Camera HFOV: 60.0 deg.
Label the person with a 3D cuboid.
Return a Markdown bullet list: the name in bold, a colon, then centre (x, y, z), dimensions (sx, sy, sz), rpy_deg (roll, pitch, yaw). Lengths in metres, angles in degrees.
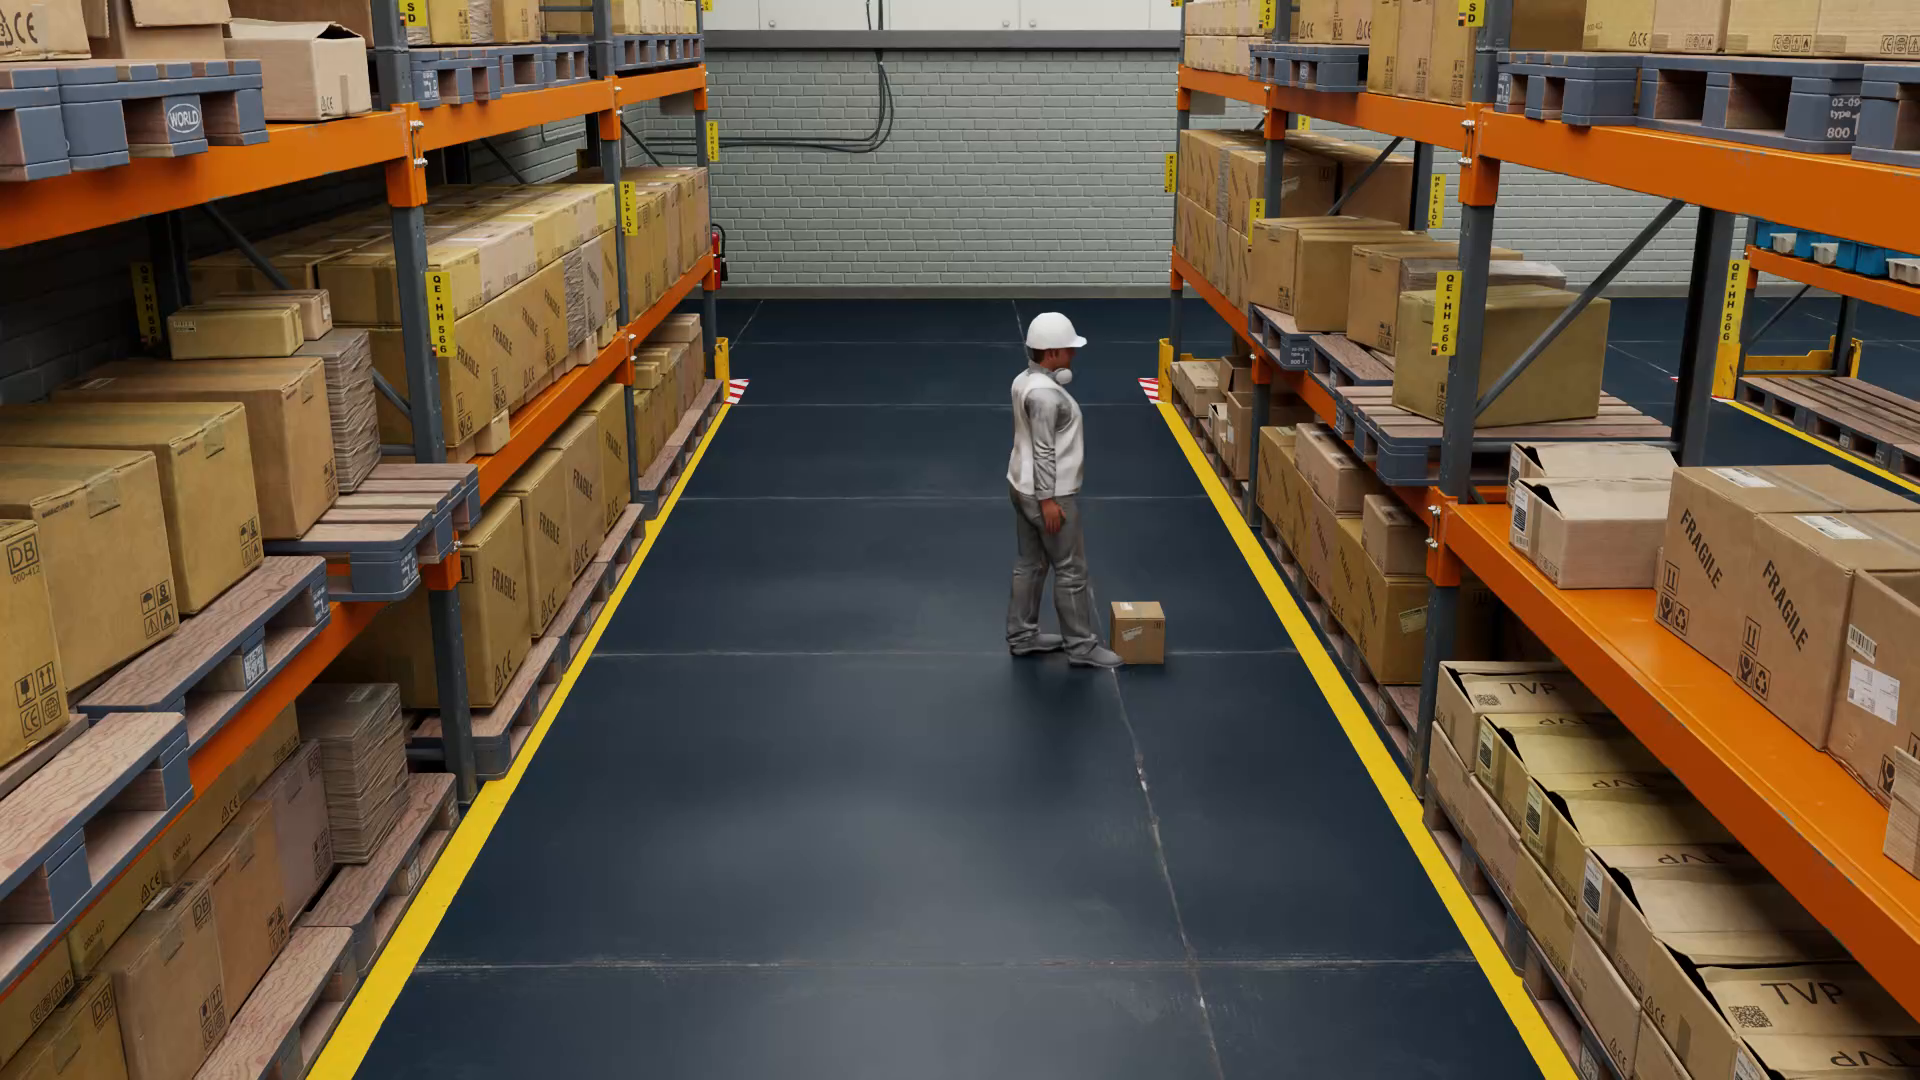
- **person**: centre (0.522, -0.259, 8.339), dimensions (0.572, 1.783, 0.573), rpy_deg (-4, 17, -11)
